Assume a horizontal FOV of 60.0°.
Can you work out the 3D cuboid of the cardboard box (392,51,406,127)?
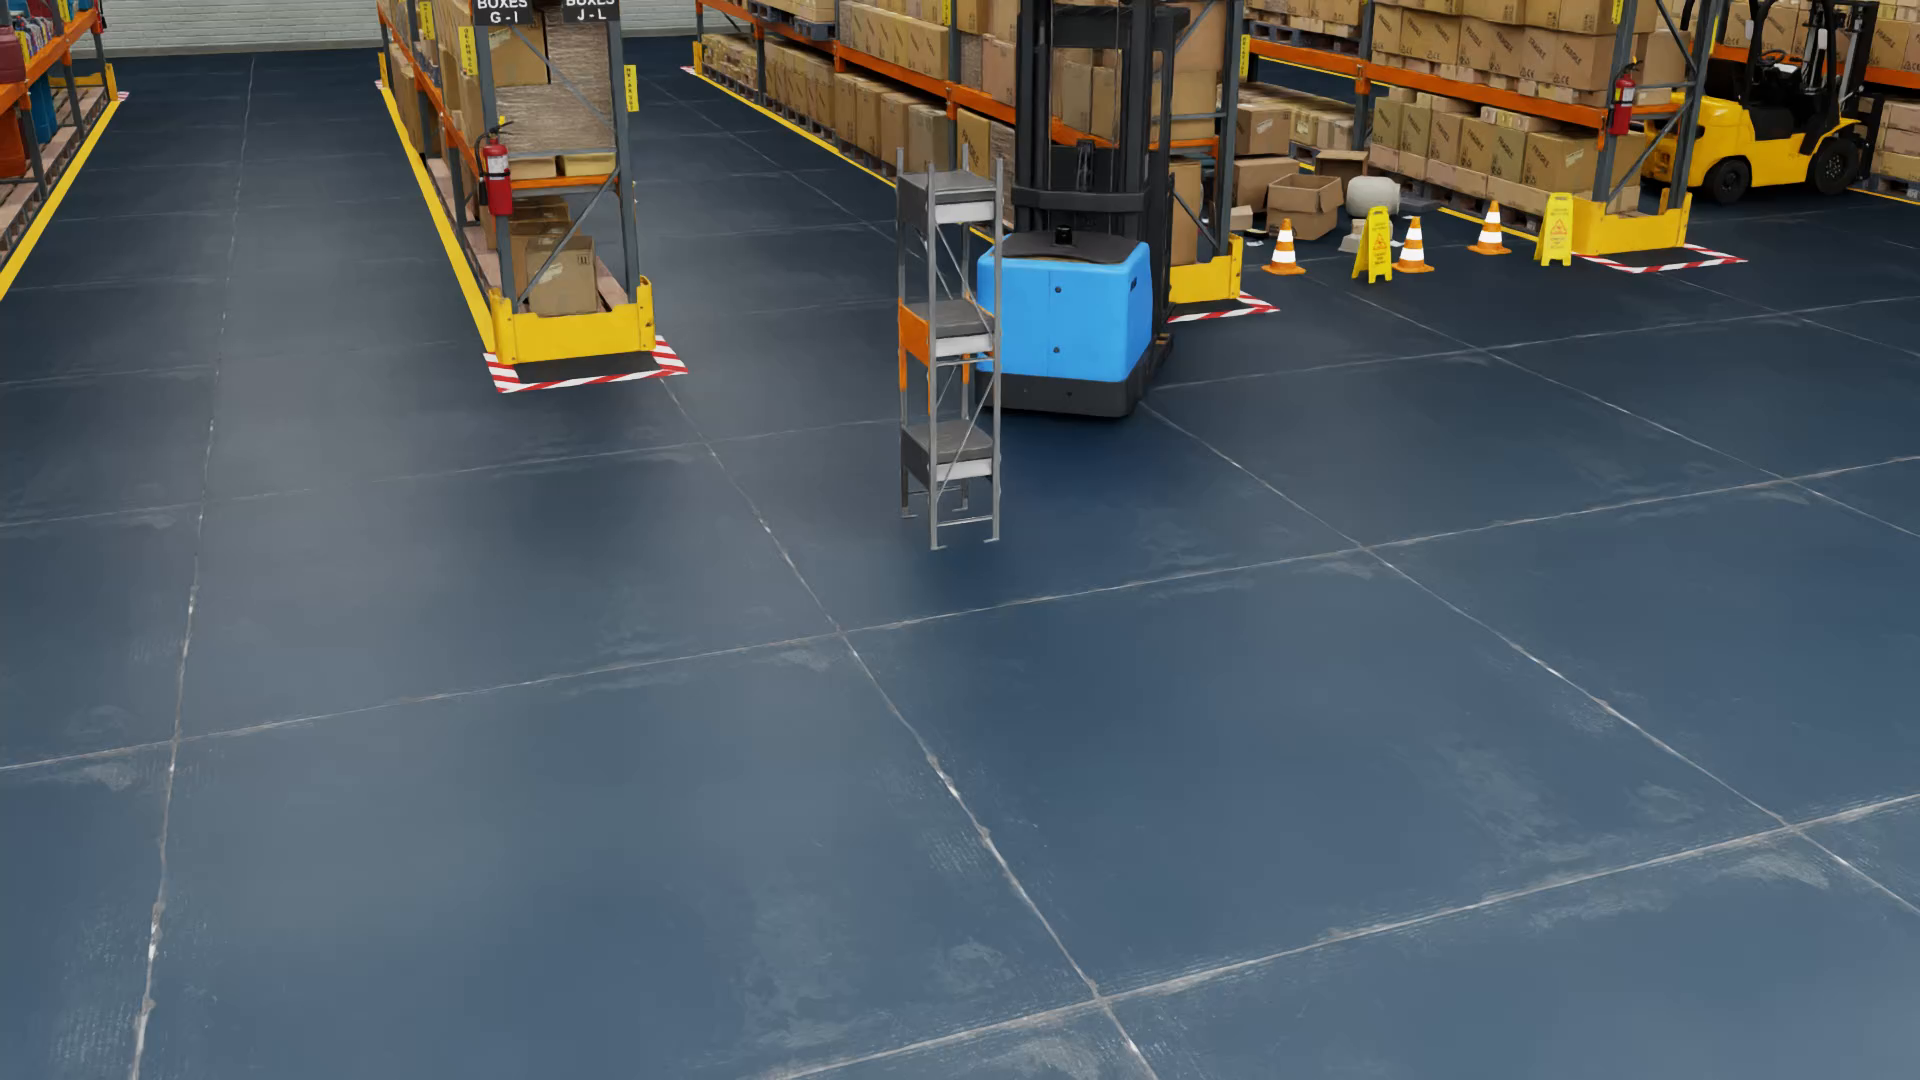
[{"bbox_3d":[-6.570,-5.811,21.370,1.225,0.875,0.875,-9,25,-21],"label":"cardboard box"}]

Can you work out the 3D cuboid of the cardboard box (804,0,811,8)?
[{"bbox_3d":[-1.738,-6.770,20.850,0.380,0.149,0.250,-7,24,-17],"label":"cardboard box"}]

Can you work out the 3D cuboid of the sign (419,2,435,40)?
[{"bbox_3d":[-4.823,-4.700,15.049,0.100,0.325,0.005,-8,24,-19],"label":"sign"}]

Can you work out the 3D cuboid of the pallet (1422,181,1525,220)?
[{"bbox_3d":[5.671,-3.636,17.604,1.003,0.211,1.213,-8,24,-19],"label":"pallet"}]

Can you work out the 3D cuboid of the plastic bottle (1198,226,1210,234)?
[{"bbox_3d":[2.339,-3.075,16.467,0.283,0.061,0.133,-18,29,-37],"label":"plastic bottle"}]

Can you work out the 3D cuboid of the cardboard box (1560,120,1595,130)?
[{"bbox_3d":[6.155,-3.952,16.797,0.500,0.500,0.500,-9,25,-21],"label":"cardboard box"}]

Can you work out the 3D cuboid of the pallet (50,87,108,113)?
[{"bbox_3d":[-12.923,-6.335,24.008,1.003,0.211,1.213,-8,24,-19],"label":"pallet"}]

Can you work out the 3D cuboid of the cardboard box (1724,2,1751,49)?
[{"bbox_3d":[9.521,-6.135,19.816,0.500,0.500,0.500,-9,24,-20],"label":"cardboard box"}]

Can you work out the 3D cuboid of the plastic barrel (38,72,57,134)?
[{"bbox_3d":[-11.588,-5.498,20.594,0.600,0.901,0.708,-8,24,-19],"label":"plastic barrel"}]

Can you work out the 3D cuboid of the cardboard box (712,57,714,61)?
[{"bbox_3d":[-3.813,-7.810,27.048,0.380,0.149,0.250,-8,24,-19],"label":"cardboard box"}]

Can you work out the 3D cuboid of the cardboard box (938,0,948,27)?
[{"bbox_3d":[0.190,-5.574,17.198,0.700,0.500,0.500,-9,24,-20],"label":"cardboard box"}]

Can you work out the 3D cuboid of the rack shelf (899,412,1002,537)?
[{"bbox_3d":[-0.058,-0.370,9.262,0.431,0.518,0.480,-8,24,-19],"label":"rack shelf"}]

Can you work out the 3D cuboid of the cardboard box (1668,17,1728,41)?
[{"bbox_3d":[9.186,-6.364,20.681,0.500,0.250,0.500,-8,24,-18],"label":"cardboard box"}]

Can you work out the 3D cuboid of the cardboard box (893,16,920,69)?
[{"bbox_3d":[-0.420,-5.454,18.200,0.500,0.500,0.500,-8,24,-18],"label":"cardboard box"}]

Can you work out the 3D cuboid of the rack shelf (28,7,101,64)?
[{"bbox_3d":[-12.471,-6.867,22.606,1.077,0.370,4.000,-8,24,-19],"label":"rack shelf"}]

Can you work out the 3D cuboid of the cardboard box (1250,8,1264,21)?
[{"bbox_3d":[3.852,-6.599,20.827,0.380,0.149,0.250,-7,24,-16],"label":"cardboard box"}]

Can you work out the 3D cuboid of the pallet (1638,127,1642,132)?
[{"bbox_3d":[8.877,-5.708,22.520,1.003,0.211,1.213,-8,24,-19],"label":"pallet"}]

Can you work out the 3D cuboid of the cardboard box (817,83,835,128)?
[{"bbox_3d":[-1.519,-5.586,21.320,0.500,0.500,0.500,-8,24,-19],"label":"cardboard box"}]

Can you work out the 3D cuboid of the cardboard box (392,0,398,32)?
[{"bbox_3d":[-7.024,-6.813,21.424,0.500,0.500,0.500,-8,24,-19],"label":"cardboard box"}]

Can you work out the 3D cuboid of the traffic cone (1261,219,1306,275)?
[{"bbox_3d":[2.925,-2.653,14.950,0.336,0.463,0.334,-8,24,-19],"label":"traffic cone"}]

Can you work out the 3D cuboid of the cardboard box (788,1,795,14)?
[{"bbox_3d":[-2.005,-6.908,21.560,0.380,0.149,0.250,-9,25,-21],"label":"cardboard box"}]

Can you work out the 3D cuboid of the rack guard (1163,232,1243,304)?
[{"bbox_3d":[1.793,-2.274,14.002,1.175,0.500,0.348,-8,24,-19],"label":"rack guard"}]

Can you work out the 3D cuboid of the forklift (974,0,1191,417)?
[{"bbox_3d":[0.991,-2.707,11.899,1.130,2.935,3.031,6,24,15],"label":"forklift"}]

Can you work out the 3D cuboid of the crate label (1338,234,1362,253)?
[{"bbox_3d":[3.767,-2.812,15.745,0.298,0.136,0.250,18,29,36],"label":"crate label"}]

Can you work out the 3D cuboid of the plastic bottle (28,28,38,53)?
[{"bbox_3d":[-10.762,-5.792,19.280,0.061,0.283,0.133,-8,24,-19],"label":"plastic bottle"}]

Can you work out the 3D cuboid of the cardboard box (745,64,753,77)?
[{"bbox_3d":[-2.971,-6.979,24.694,0.380,0.149,0.250,-10,25,-22],"label":"cardboard box"}]

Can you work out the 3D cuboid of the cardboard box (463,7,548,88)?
[{"bbox_3d":[-3.317,-3.601,12.132,0.500,0.500,0.500,-8,24,-19],"label":"cardboard box"}]

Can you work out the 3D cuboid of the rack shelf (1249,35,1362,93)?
[{"bbox_3d":[4.260,-5.999,20.548,1.077,0.370,4.000,-8,24,-19],"label":"rack shelf"}]

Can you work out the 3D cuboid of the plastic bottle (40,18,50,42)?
[{"bbox_3d":[-11.198,-6.241,20.346,0.061,0.283,0.133,-8,24,-19],"label":"plastic bottle"}]

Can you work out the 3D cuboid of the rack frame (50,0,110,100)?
[{"bbox_3d":[-13.178,-7.925,24.190,1.000,3.000,0.127,-8,24,-19],"label":"rack frame"}]

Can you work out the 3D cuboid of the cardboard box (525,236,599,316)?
[{"bbox_3d":[-3.097,-2.062,12.957,0.500,0.500,0.500,-4,23,-9],"label":"cardboard box"}]

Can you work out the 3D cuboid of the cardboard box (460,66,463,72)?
[{"bbox_3d":[-3.485,-3.530,13.252,0.875,0.500,0.500,-8,24,-19],"label":"cardboard box"}]

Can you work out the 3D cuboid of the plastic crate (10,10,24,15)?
[{"bbox_3d":[-12.661,-6.969,22.185,0.293,0.136,0.466,-8,24,-19],"label":"plastic crate"}]

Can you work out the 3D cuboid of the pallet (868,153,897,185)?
[{"bbox_3d":[-0.407,-4.317,19.221,1.003,0.211,1.213,-8,24,-19],"label":"pallet"}]

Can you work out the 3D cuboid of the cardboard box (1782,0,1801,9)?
[{"bbox_3d":[9.704,-6.195,19.122,0.380,0.149,0.250,-8,24,-18],"label":"cardboard box"}]

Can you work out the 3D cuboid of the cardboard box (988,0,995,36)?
[{"bbox_3d":[0.772,-5.132,15.981,0.875,0.550,0.550,-8,24,-19],"label":"cardboard box"}]

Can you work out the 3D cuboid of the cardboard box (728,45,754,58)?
[{"bbox_3d":[-3.354,-7.506,25.561,0.380,0.149,0.250,-9,25,-21],"label":"cardboard box"}]

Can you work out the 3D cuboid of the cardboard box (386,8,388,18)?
[{"bbox_3d":[-7.727,-7.288,23.003,0.380,0.149,0.250,-9,24,-20],"label":"cardboard box"}]

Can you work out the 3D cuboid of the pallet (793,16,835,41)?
[{"bbox_3d":[-1.393,-6.497,21.051,1.213,0.211,1.003,-8,24,-19],"label":"pallet"}]

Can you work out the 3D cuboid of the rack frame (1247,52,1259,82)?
[{"bbox_3d":[3.553,-7.057,22.132,1.000,3.000,0.127,-8,24,-19],"label":"rack frame"}]

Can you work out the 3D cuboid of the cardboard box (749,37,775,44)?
[{"bbox_3d":[-3.166,-7.966,26.652,0.380,0.149,0.250,-9,25,-21],"label":"cardboard box"}]

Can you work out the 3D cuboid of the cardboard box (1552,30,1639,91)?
[{"bbox_3d":[5.930,-4.493,15.536,0.500,0.500,0.500,-9,24,-20],"label":"cardboard box"}]

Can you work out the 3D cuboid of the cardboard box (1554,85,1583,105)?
[{"bbox_3d":[5.854,-4.218,15.719,0.380,0.149,0.250,-9,24,-20],"label":"cardboard box"}]

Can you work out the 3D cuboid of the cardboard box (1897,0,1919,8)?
[{"bbox_3d":[10.250,-5.773,17.738,0.380,0.149,0.250,-8,24,-18],"label":"cardboard box"}]

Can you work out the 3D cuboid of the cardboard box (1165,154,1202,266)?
[{"bbox_3d":[1.483,-2.886,14.431,0.875,0.875,0.875,-8,24,-19],"label":"cardboard box"}]

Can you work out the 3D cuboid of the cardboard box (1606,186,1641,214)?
[{"bbox_3d":[6.353,-3.408,16.473,0.500,0.250,0.500,-9,24,-19],"label":"cardboard box"}]

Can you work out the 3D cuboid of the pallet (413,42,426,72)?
[{"bbox_3d":[-5.366,-5.365,18.364,1.213,0.211,1.003,-8,24,-19],"label":"pallet"}]

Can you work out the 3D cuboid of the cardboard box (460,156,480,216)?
[{"bbox_3d":[-4.502,-3.521,16.394,0.700,0.500,0.500,-10,25,-23],"label":"cardboard box"}]

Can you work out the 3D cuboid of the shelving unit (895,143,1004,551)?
[{"bbox_3d":[-0.058,-1.028,8.985,0.431,2.100,0.503,-8,24,-19],"label":"shelving unit"}]

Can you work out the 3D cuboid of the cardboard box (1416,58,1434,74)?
[{"bbox_3d":[5.092,-5.058,17.712,0.380,0.149,0.250,-8,24,-17],"label":"cardboard box"}]

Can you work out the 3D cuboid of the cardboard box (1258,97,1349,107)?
[{"bbox_3d":[4.274,-5.290,20.782,0.950,0.372,0.625,-8,24,-17],"label":"cardboard box"}]
